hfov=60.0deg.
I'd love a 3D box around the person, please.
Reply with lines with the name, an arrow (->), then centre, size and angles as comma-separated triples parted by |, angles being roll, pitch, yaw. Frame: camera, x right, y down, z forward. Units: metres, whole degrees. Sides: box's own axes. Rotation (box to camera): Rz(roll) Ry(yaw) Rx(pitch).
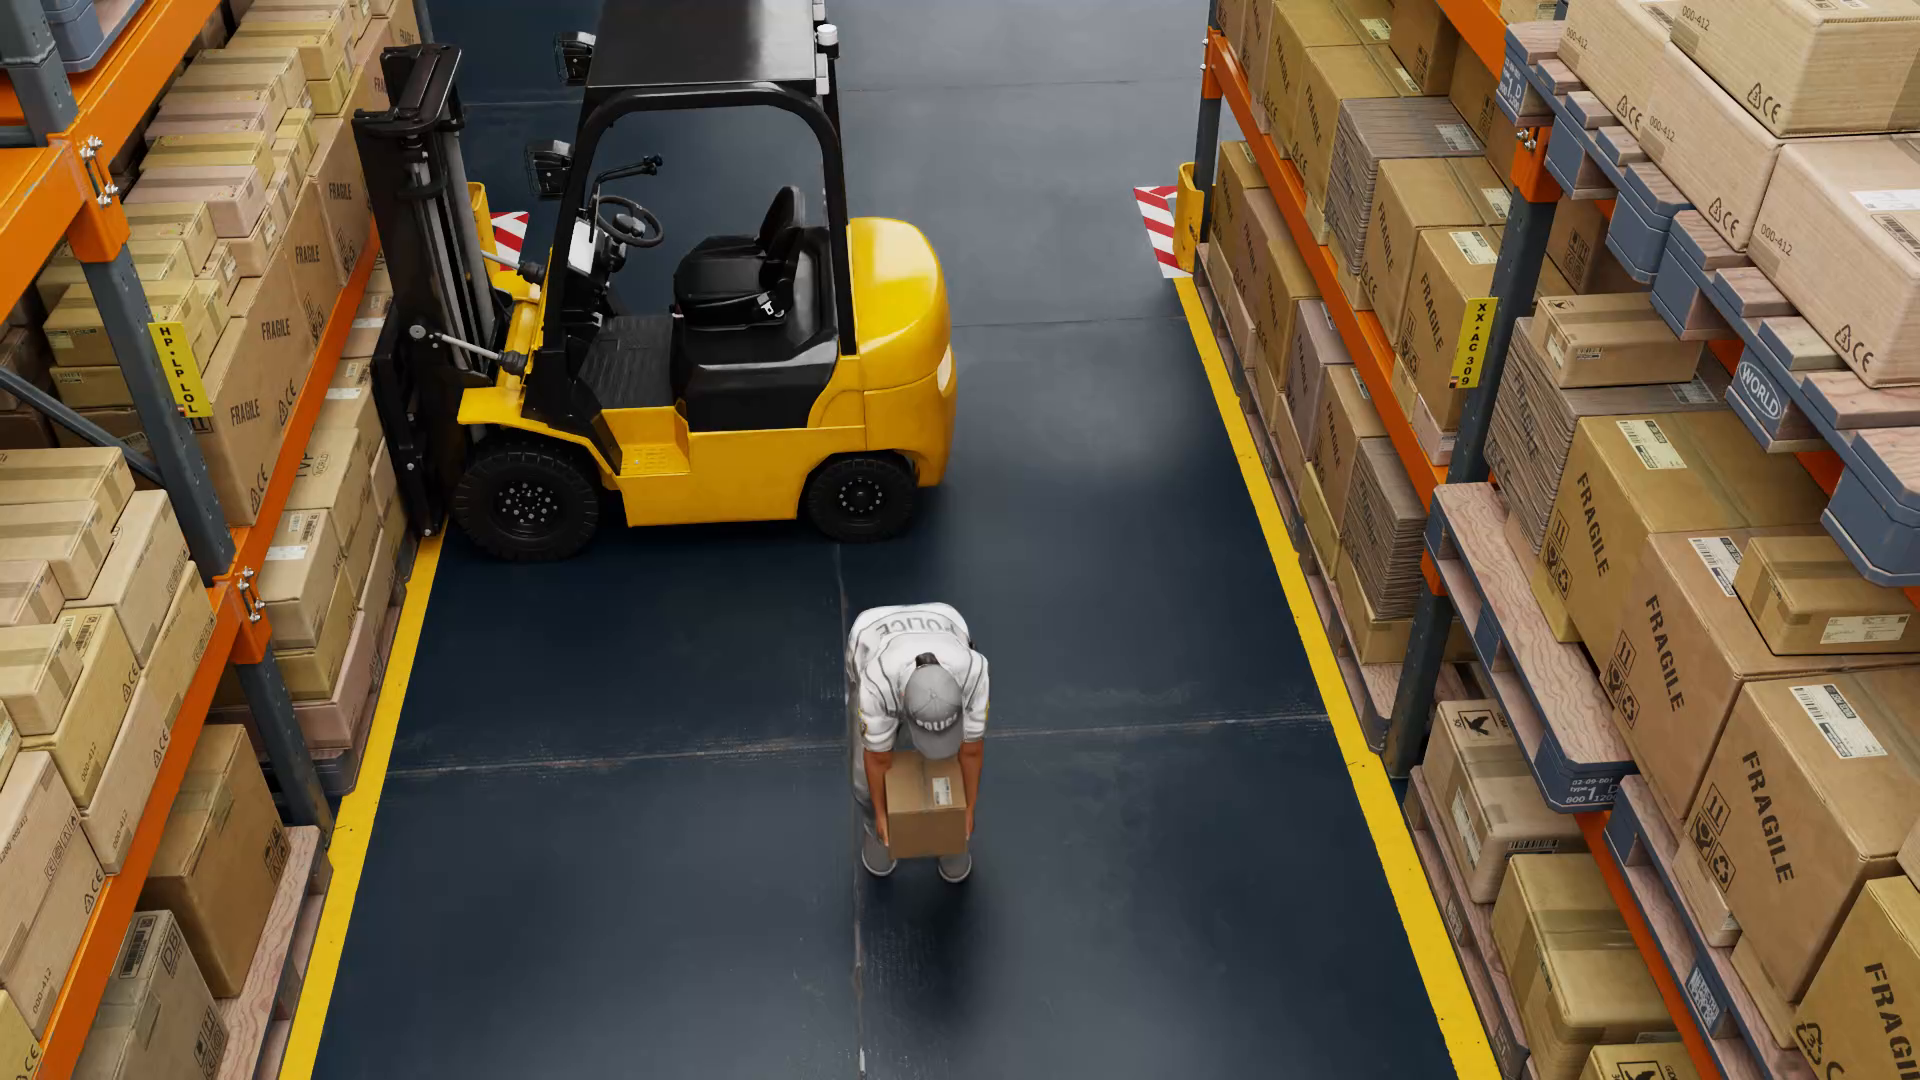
person -> -0.144, 0.682, 5.536 | 0.456, 1.250, 0.872 | -4, 40, -5
